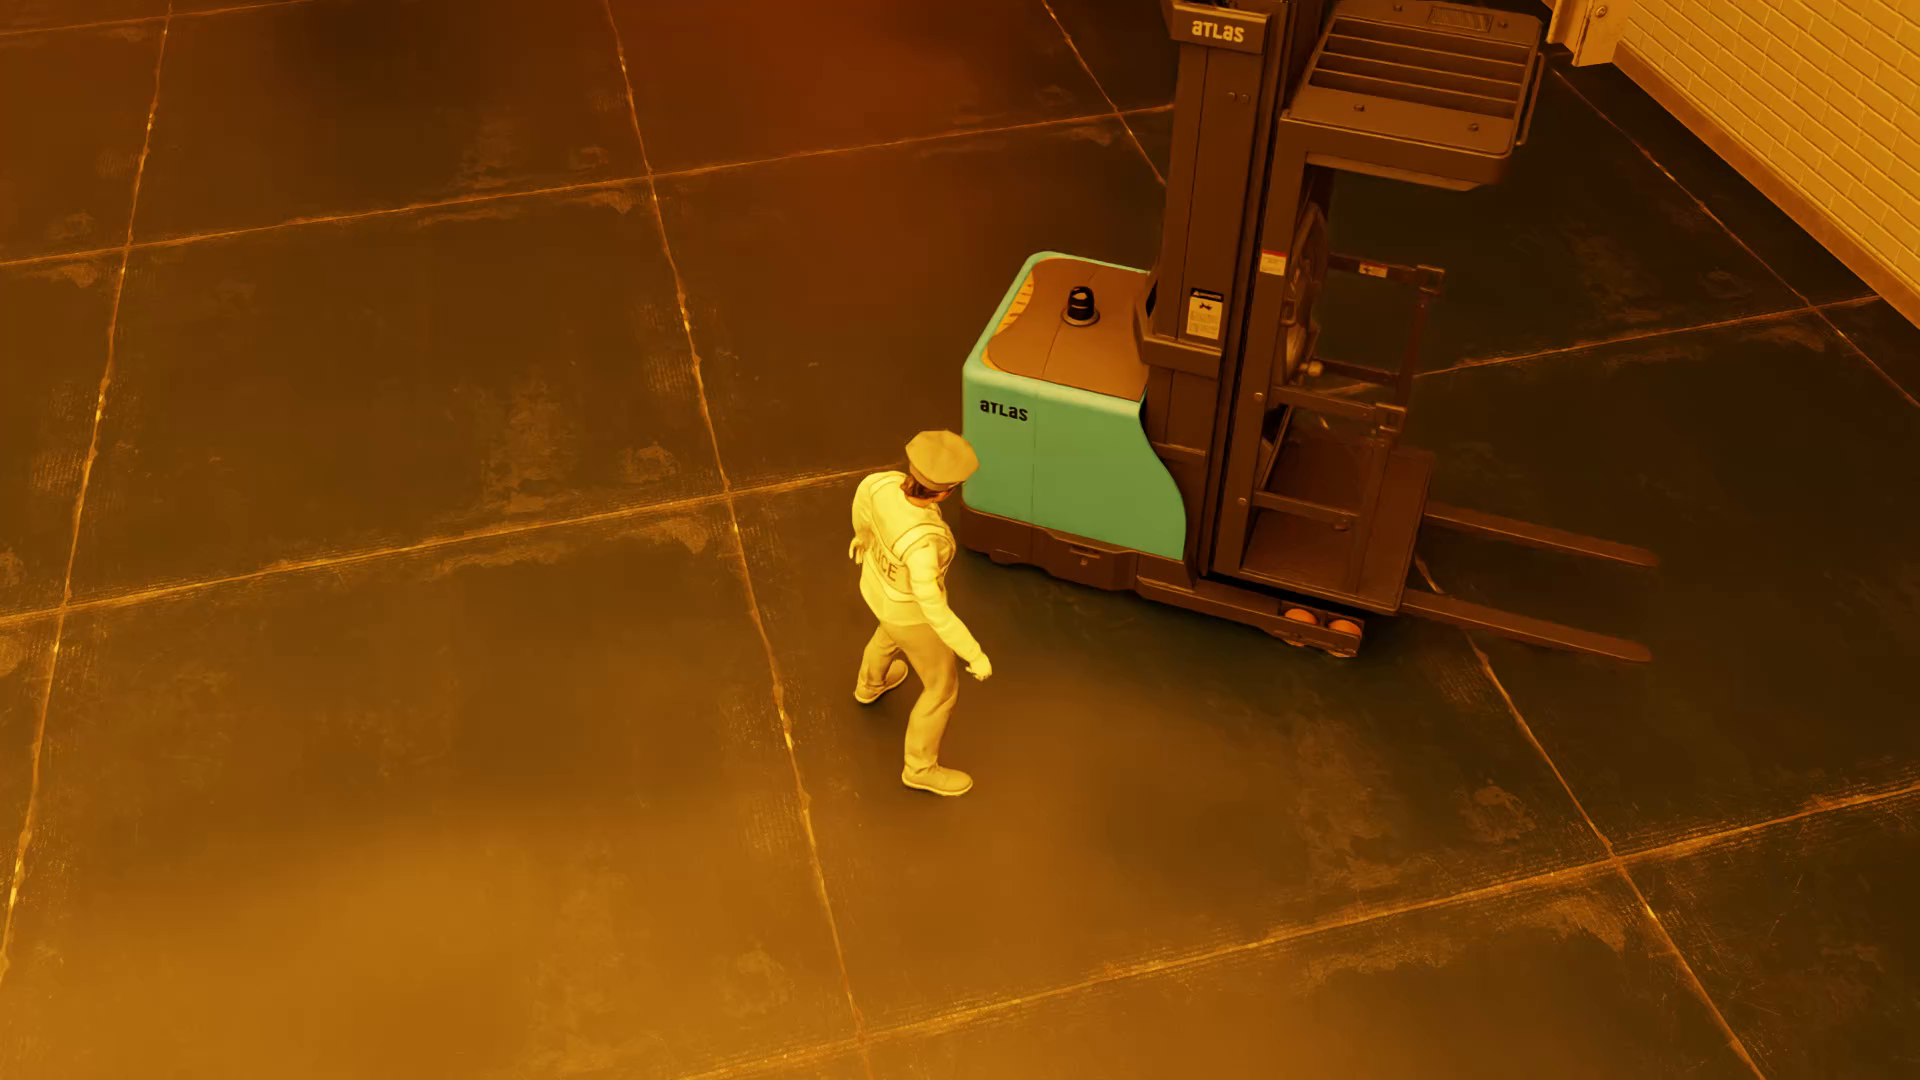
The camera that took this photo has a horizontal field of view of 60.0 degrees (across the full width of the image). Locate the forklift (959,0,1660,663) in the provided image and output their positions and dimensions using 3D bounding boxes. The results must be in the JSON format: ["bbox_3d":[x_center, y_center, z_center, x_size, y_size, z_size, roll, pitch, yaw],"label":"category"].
[{"bbox_3d":[1.568,-0.970,6.671,3.031,2.935,1.130,14,45,15],"label":"forklift"}]

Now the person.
[{"bbox_3d":[-0.169,0.230,6.358,0.388,1.633,0.832,-18,46,-18],"label":"person"}]
